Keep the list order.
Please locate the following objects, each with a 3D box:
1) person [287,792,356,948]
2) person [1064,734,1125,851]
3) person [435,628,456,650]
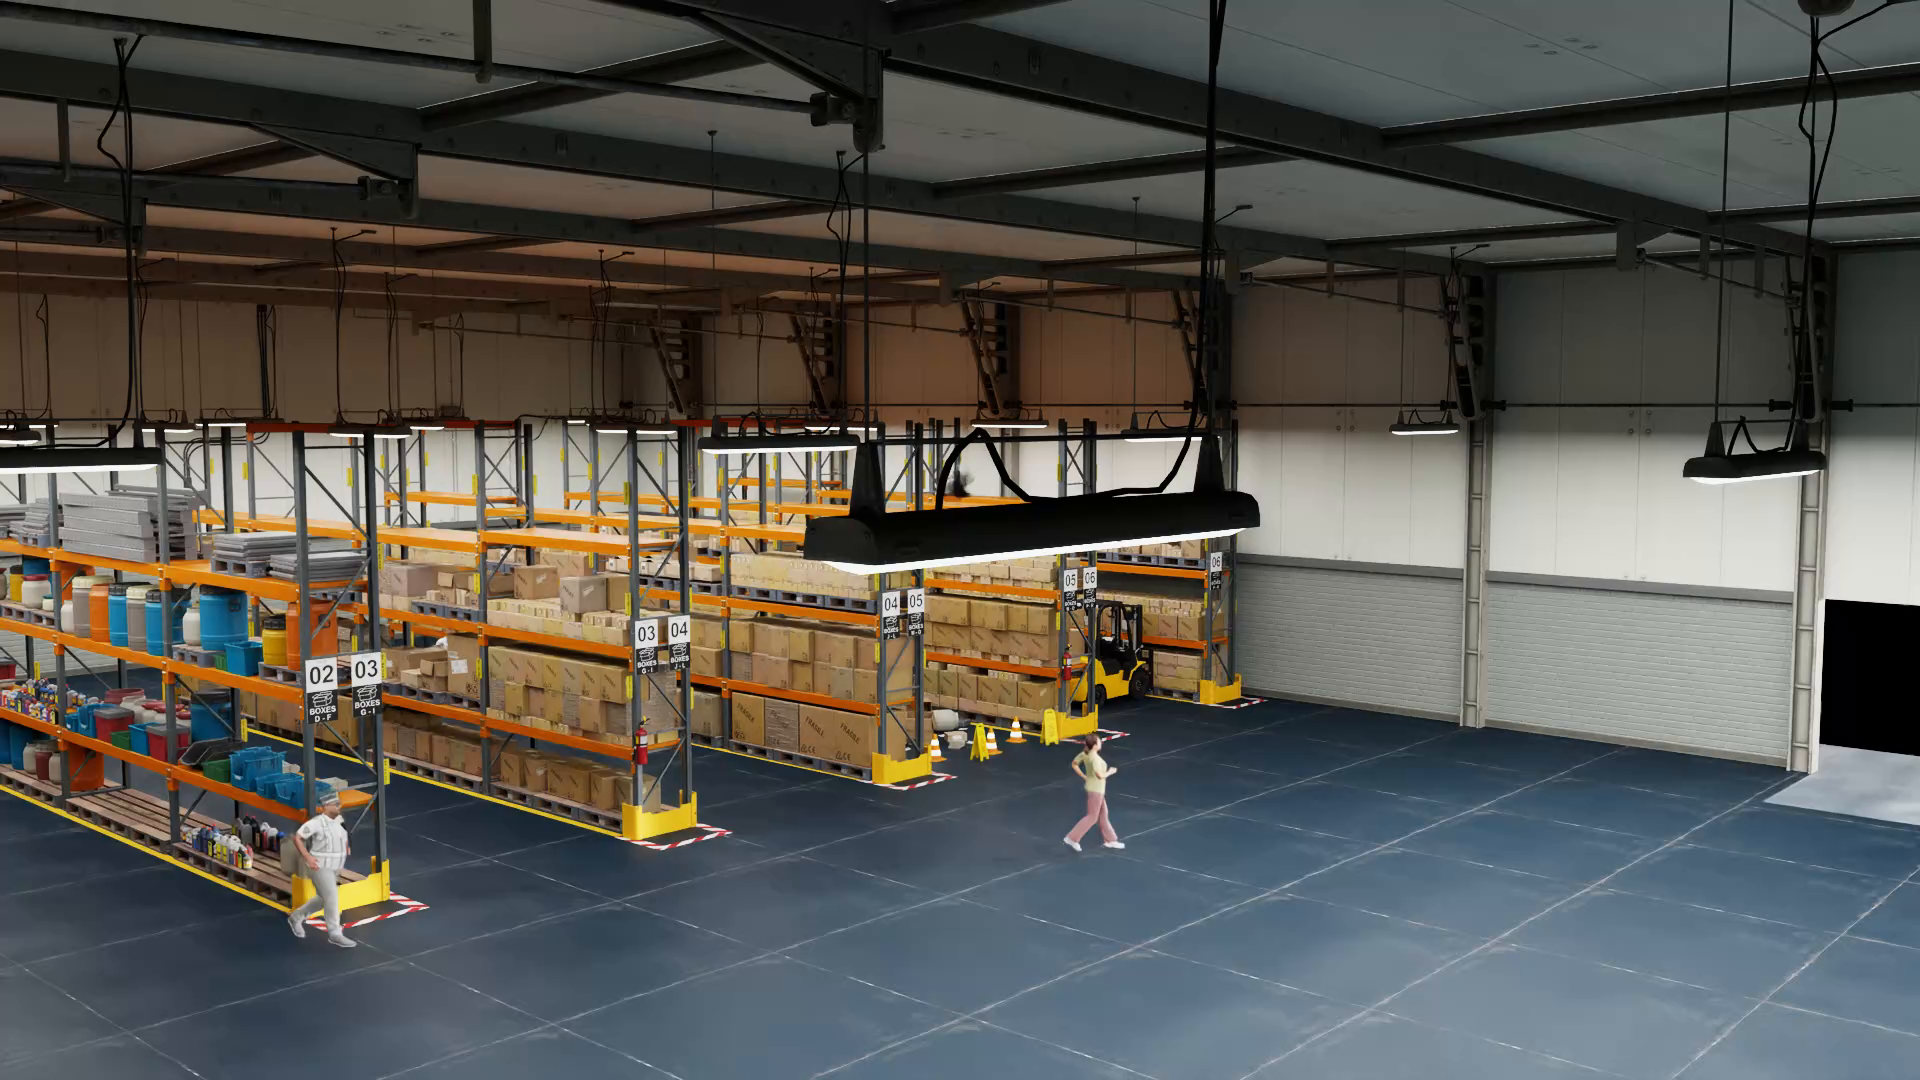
[{"bbox_3d":[-7.445,3.846,19.605,0.915,1.746,0.690,1,5,12],"label":"person"},{"bbox_3d":[1.896,3.548,23.356,0.941,1.661,0.574,-1,5,-15],"label":"person"},{"bbox_3d":[-10.478,2.644,34.291,0.705,1.813,0.921,-4,6,-40],"label":"person"}]
